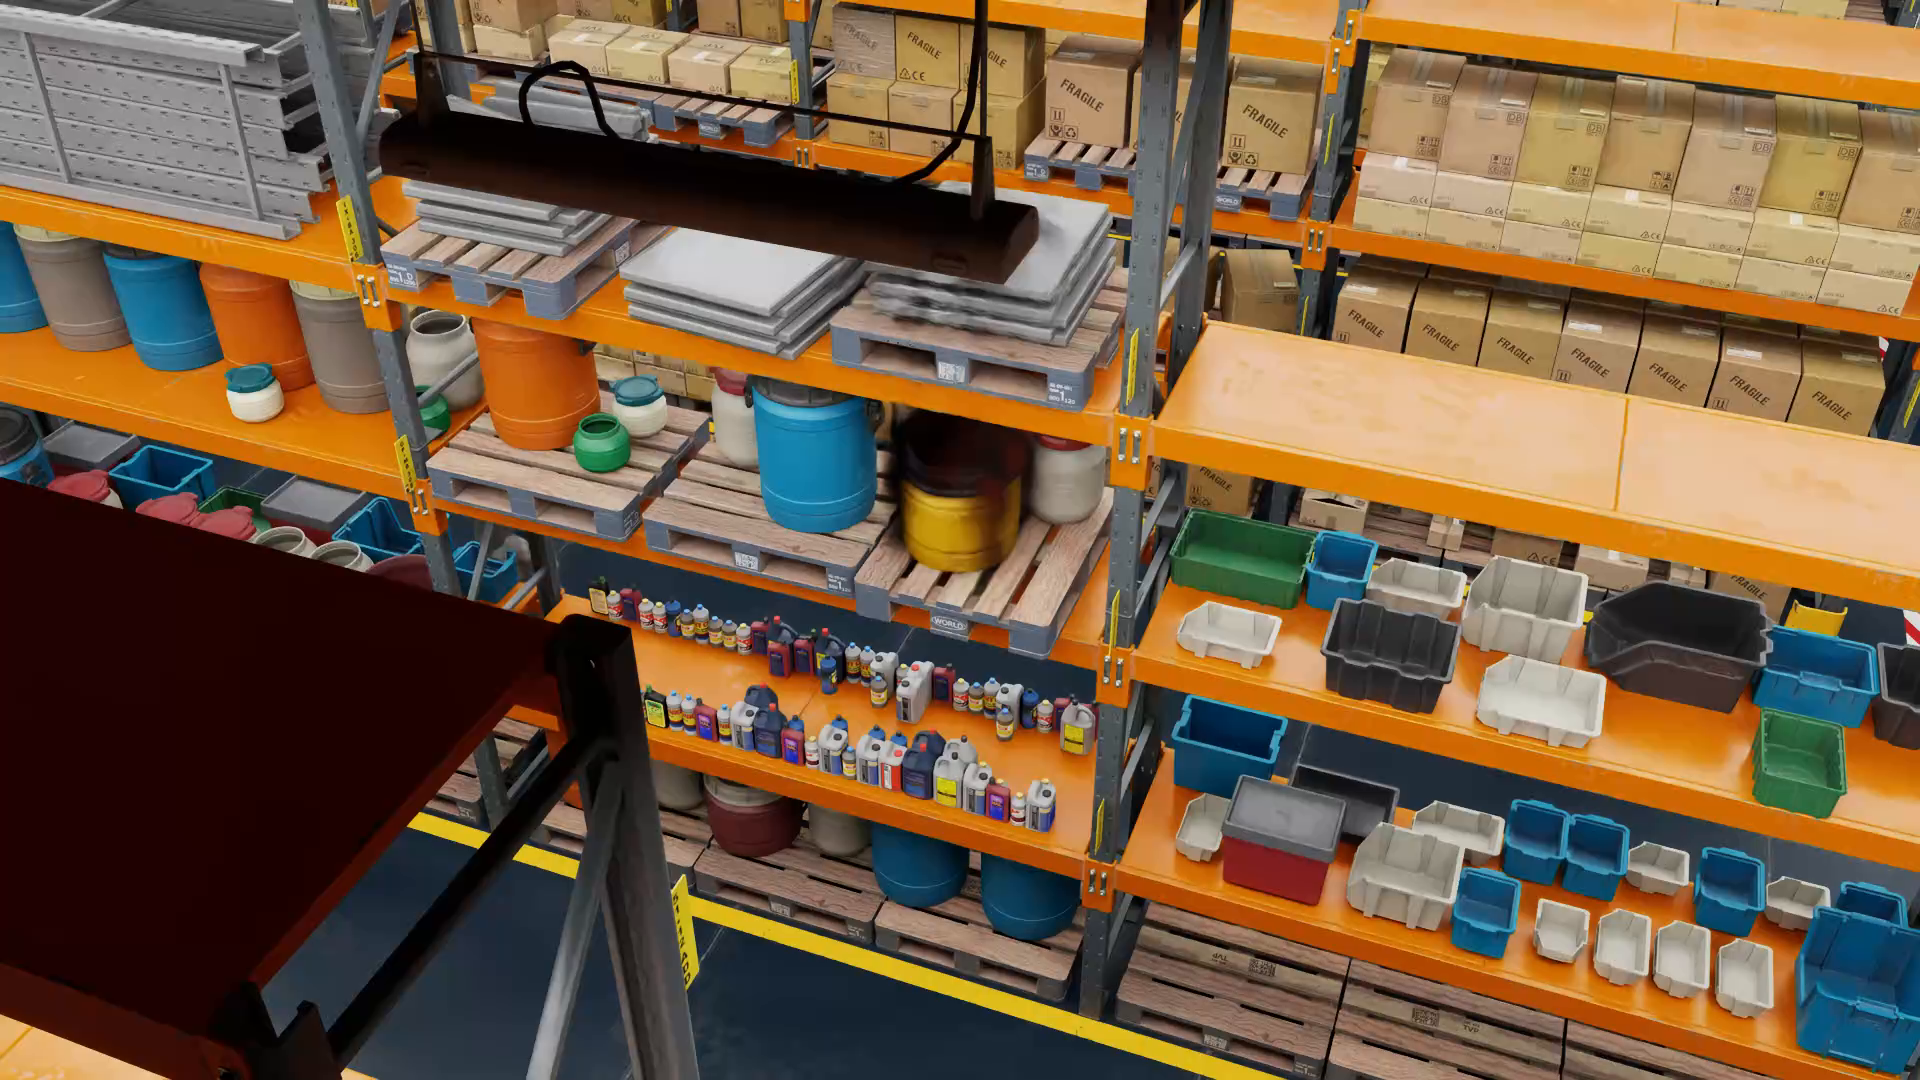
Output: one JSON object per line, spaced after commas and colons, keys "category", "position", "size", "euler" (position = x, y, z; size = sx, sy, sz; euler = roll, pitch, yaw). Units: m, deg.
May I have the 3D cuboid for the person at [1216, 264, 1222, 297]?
{"category": "person", "position": [2.405, -1.803, 14.619], "size": [0.886, 1.474, 0.588], "euler": [1, 37, 1]}

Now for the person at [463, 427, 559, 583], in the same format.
{"category": "person", "position": [-3.343, -0.264, 12.327], "size": [0.595, 1.728, 0.655], "euler": [10, 38, 13]}
